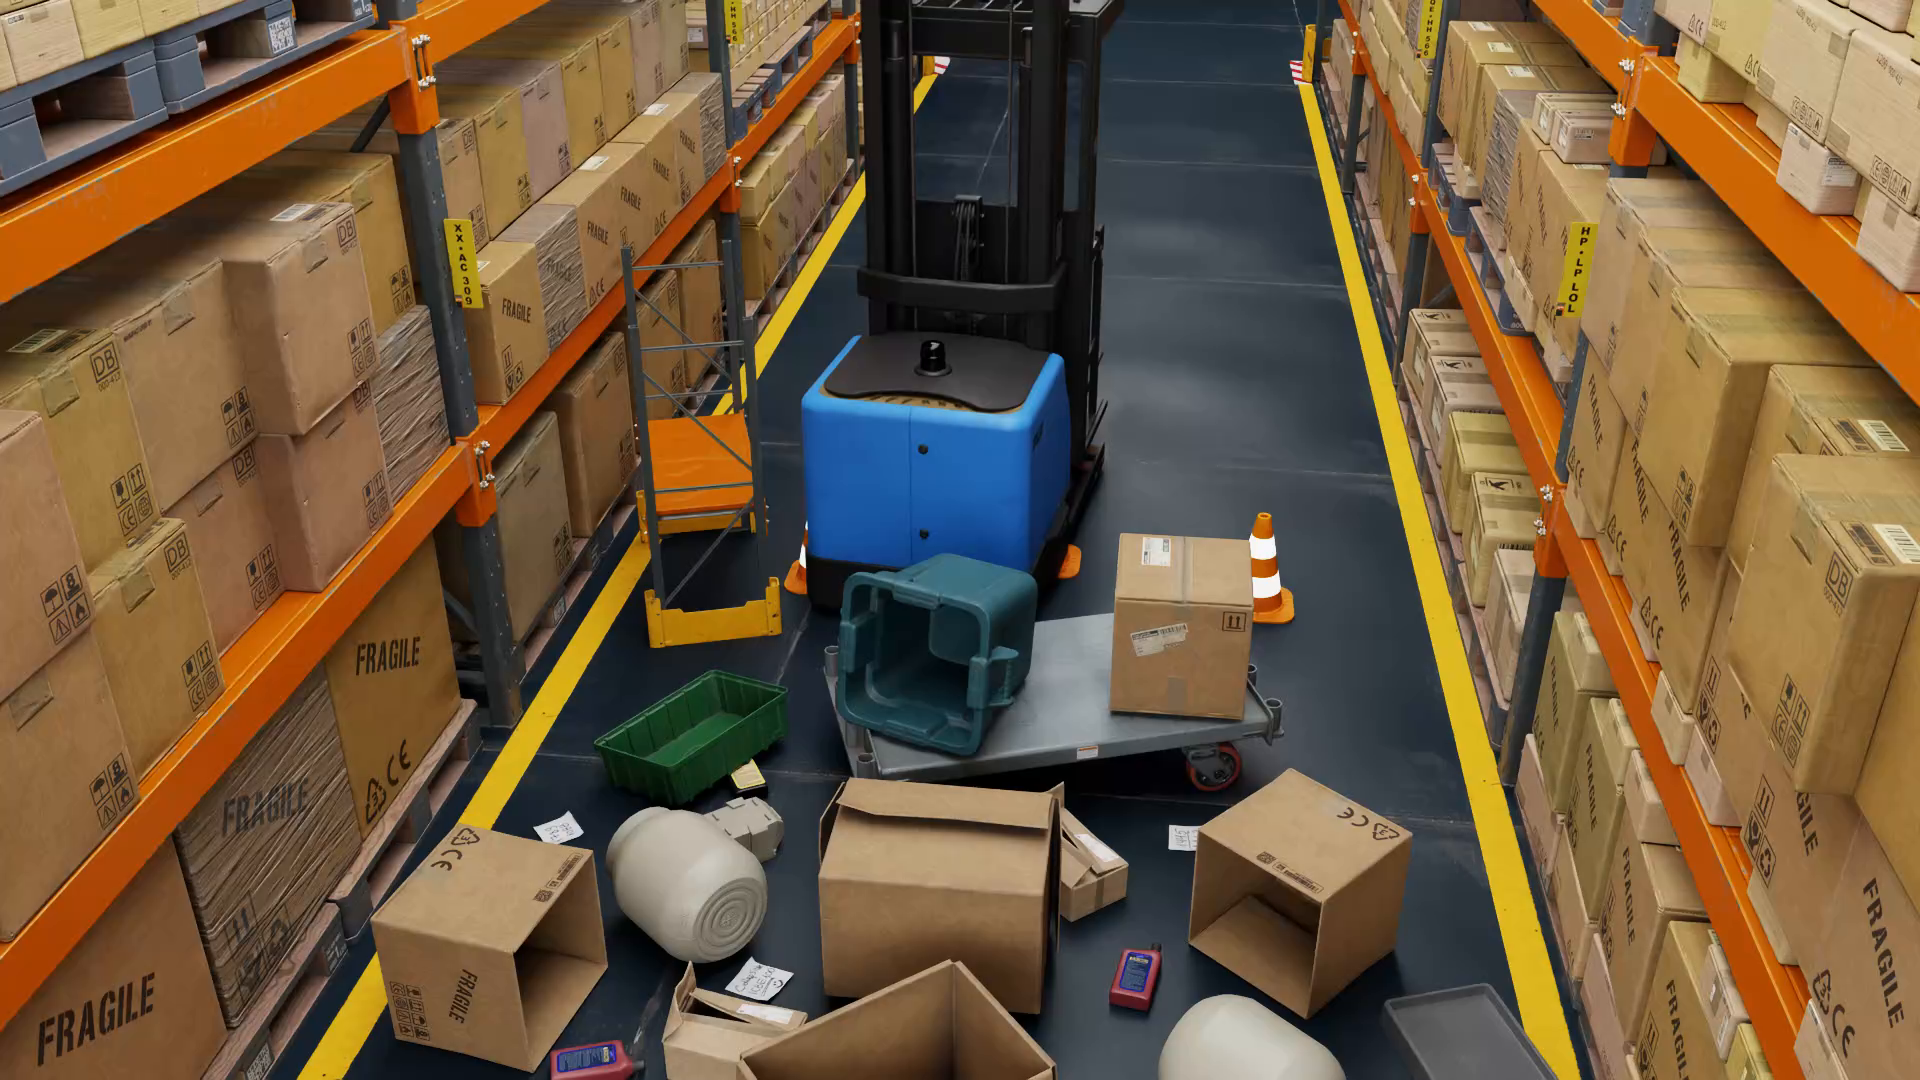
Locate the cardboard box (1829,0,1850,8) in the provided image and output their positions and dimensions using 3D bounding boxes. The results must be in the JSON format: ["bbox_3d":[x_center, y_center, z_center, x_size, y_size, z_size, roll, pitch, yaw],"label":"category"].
[{"bbox_3d":[2.164,-1.298,3.759,0.380,0.149,0.250,2,28,5],"label":"cardboard box"}]

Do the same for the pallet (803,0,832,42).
[{"bbox_3d":[-1.573,-3.927,12.578,1.003,0.211,1.213,3,28,6],"label":"pallet"}]

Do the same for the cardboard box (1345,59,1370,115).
[{"bbox_3d":[3.882,-3.890,14.566,0.875,0.438,0.875,3,28,5],"label":"cardboard box"}]

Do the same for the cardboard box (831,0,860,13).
[{"bbox_3d":[-0.976,-4.366,13.456,0.380,0.149,0.250,4,29,8],"label":"cardboard box"}]

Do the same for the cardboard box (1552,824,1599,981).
[{"bbox_3d":[2.215,1.183,5.348,0.500,0.250,0.500,5,29,9],"label":"cardboard box"}]

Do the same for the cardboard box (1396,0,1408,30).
[{"bbox_3d":[3.025,-3.457,10.345,0.500,0.500,0.500,3,28,6],"label":"cardboard box"}]

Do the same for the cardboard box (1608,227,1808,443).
[{"bbox_3d":[2.256,-0.538,4.613,0.700,0.500,0.500,4,29,6],"label":"cardboard box"}]

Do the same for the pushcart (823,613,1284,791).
[{"bbox_3d":[0.341,0.689,6.573,1.648,0.377,0.936,-6,29,-11],"label":"pushcart"}]

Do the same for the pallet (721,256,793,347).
[{"bbox_3d":[-1.728,-1.620,11.034,1.003,0.211,1.213,3,28,6],"label":"pallet"}]

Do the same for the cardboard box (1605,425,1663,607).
[{"bbox_3d":[2.241,-0.103,4.859,0.500,0.500,0.500,3,28,6],"label":"cardboard box"}]

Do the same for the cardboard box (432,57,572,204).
[{"bbox_3d":[-2.137,-1.795,7.259,0.700,0.500,0.500,4,29,7],"label":"cardboard box"}]

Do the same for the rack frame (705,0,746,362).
[{"bbox_3d":[-1.826,-2.479,9.690,1.000,3.000,0.127,3,28,6],"label":"rack frame"}]

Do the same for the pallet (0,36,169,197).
[{"bbox_3d":[-2.578,-0.921,3.728,1.003,0.211,1.213,3,28,6],"label":"pallet"}]

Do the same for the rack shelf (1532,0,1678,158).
[{"bbox_3d":[2.855,-2.302,6.956,1.077,0.370,4.000,3,28,6],"label":"rack shelf"}]

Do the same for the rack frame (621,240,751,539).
[{"bbox_3d":[-1.297,-0.691,7.952,0.500,1.500,0.032,-6,29,-10],"label":"rack frame"}]

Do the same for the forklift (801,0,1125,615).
[{"bbox_3d":[0.152,-1.578,8.089,1.130,2.935,3.031,7,29,12],"label":"forklift"}]

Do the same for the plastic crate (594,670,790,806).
[{"bbox_3d":[-1.037,0.774,6.555,0.450,0.188,0.662,9,28,37],"label":"plastic crate"}]

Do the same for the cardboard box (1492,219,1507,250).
[{"bbox_3d":[2.629,-1.413,7.533,0.380,0.149,0.250,4,29,8],"label":"cardboard box"}]

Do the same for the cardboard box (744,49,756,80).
[{"bbox_3d":[-1.505,-3.006,10.489,0.380,0.149,0.250,5,29,9],"label":"cardboard box"}]

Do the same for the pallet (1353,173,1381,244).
[{"bbox_3d":[3.570,-2.527,12.718,1.003,0.211,1.213,3,28,6],"label":"pallet"}]

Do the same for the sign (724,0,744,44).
[{"bbox_3d":[-1.274,-2.958,9.358,0.100,0.325,0.005,3,28,6],"label":"sign"}]

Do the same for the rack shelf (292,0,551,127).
[{"bbox_3d":[-2.071,-2.542,7.401,1.077,0.370,4.000,3,28,6],"label":"rack shelf"}]

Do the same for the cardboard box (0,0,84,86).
[{"bbox_3d":[-2.229,-1.127,3.733,0.380,0.149,0.250,3,28,6],"label":"cardboard box"}]

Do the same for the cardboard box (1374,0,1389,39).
[{"bbox_3d":[3.132,-3.602,11.405,0.500,0.250,0.500,4,29,7],"label":"cardboard box"}]

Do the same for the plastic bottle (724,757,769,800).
[{"bbox_3d":[-0.852,0.915,6.487,0.133,0.061,0.283,-11,30,-20],"label":"plastic bottle"}]

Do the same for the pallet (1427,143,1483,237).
[{"bbox_3d":[3.118,-1.813,8.655,1.213,0.211,1.003,3,28,6],"label":"pallet"}]

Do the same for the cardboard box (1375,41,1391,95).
[{"bbox_3d":[3.063,-3.146,11.084,0.500,0.250,0.500,3,28,5],"label":"cardboard box"}]

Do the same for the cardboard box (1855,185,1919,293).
[{"bbox_3d":[2.029,-0.593,3.291,0.380,0.149,0.250,3,28,6],"label":"cardboard box"}]

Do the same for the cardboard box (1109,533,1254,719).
[{"bbox_3d":[0.839,0.321,6.328,0.500,0.500,0.500,3,28,6],"label":"cardboard box"}]

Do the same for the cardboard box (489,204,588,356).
[{"bbox_3d":[-1.923,-1.110,7.043,0.500,0.500,0.500,4,29,7],"label":"cardboard box"}]

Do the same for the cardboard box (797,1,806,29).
[{"bbox_3d":[-1.311,-3.749,11.869,0.380,0.149,0.250,2,28,4],"label":"cardboard box"}]

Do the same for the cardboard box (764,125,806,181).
[{"bbox_3d":[-1.365,-2.675,11.455,0.500,0.250,0.500,4,29,7],"label":"cardboard box"}]

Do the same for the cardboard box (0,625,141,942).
[{"bbox_3d":[-2.566,0.527,3.952,0.875,0.550,0.550,3,28,6],"label":"cardboard box"}]

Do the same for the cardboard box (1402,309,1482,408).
[{"bbox_3d":[3.020,-1.002,9.275,0.950,0.372,0.625,1,28,3],"label":"cardboard box"}]

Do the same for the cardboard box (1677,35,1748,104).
[{"bbox_3d":[2.238,-1.314,4.629,0.380,0.149,0.250,3,28,6],"label":"cardboard box"}]

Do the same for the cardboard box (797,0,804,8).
[{"bbox_3d":[-1.315,-3.877,11.792,0.380,0.149,0.250,2,28,4],"label":"cardboard box"}]

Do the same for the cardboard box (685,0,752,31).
[{"bbox_3d":[-1.512,-3.264,10.340,0.380,0.149,0.250,3,28,6],"label":"cardboard box"}]

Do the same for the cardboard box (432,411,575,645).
[{"bbox_3d":[-2.329,-0.088,7.181,1.050,0.750,0.750,3,28,6],"label":"cardboard box"}]

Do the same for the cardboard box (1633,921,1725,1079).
[{"bbox_3d":[2.088,1.347,4.253,0.500,0.500,0.500,3,28,5],"label":"cardboard box"}]

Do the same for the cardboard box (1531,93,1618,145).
[{"bbox_3d":[2.524,-1.688,6.675,0.380,0.149,0.250,2,28,4],"label":"cardboard box"}]

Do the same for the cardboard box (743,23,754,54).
[{"bbox_3d":[-1.506,-3.154,10.450,0.380,0.149,0.250,2,28,5],"label":"cardboard box"}]

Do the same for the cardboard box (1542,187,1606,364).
[{"bbox_3d":[2.438,-0.947,5.984,0.500,0.500,0.500,3,28,5],"label":"cardboard box"}]

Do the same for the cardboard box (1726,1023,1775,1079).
[{"bbox_3d":[1.971,1.249,3.750,0.380,0.149,0.250,4,29,7],"label":"cardboard box"}]

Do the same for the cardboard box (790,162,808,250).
[{"bbox_3d":[-1.369,-2.361,11.662,0.500,0.500,0.500,3,28,5],"label":"cardboard box"}]

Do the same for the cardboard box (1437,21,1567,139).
[{"bbox_3d":[2.815,-2.401,8.682,0.500,0.500,0.500,3,28,5],"label":"cardboard box"}]

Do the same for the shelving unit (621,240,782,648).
[{"bbox_3d":[-1.195,-0.460,7.522,0.587,1.500,1.083,-6,29,-10],"label":"shelving unit"}]

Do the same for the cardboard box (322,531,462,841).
[{"bbox_3d":[-2.462,0.446,6.057,0.875,0.875,0.875,4,29,7],"label":"cardboard box"}]

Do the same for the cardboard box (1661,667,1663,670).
[{"bbox_3d":[2.204,0.374,4.658,0.380,0.149,0.250,3,28,6],"label":"cardboard box"}]

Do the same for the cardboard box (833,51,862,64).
[{"bbox_3d":[-0.940,-4.324,15.050,0.380,0.149,0.250,2,28,4],"label":"cardboard box"}]
